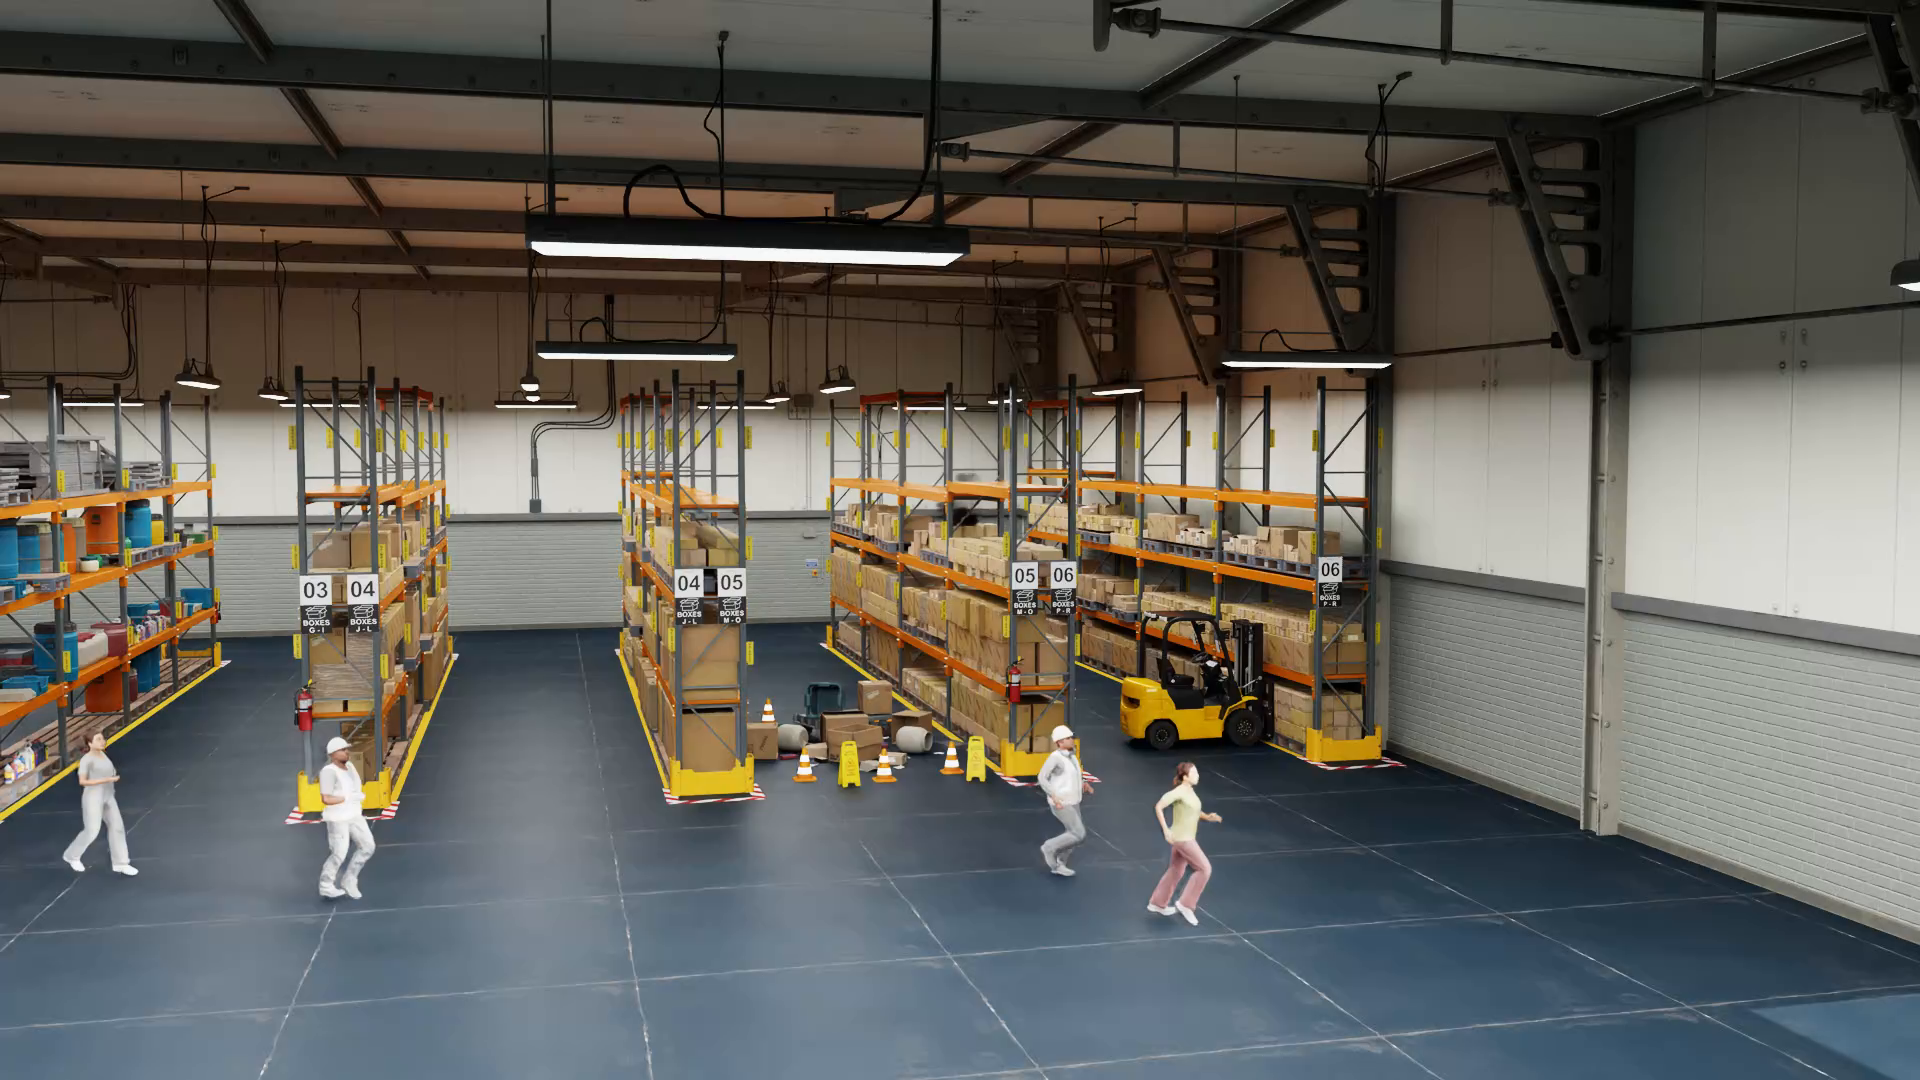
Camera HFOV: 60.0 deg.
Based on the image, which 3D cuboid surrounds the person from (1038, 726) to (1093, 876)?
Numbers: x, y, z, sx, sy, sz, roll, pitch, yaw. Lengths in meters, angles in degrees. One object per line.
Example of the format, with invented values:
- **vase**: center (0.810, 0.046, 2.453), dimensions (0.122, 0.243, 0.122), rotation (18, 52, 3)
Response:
- **person**: center (1.240, 2.998, 19.081), dimensions (0.569, 1.728, 0.652), rotation (2, 4, 28)

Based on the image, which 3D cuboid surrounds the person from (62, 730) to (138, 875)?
- **person**: center (-9.867, 2.996, 19.044), dimensions (0.908, 1.664, 0.570), rotation (1, 3, 12)

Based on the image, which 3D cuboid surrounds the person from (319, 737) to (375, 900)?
- **person**: center (-6.655, 3.041, 18.060), dimensions (0.667, 1.803, 0.657), rotation (1, 4, 16)

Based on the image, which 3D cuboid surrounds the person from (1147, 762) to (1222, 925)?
- **person**: center (2.327, 3.137, 17.272), dimensions (0.773, 1.687, 0.541), rotation (1, 4, 19)
